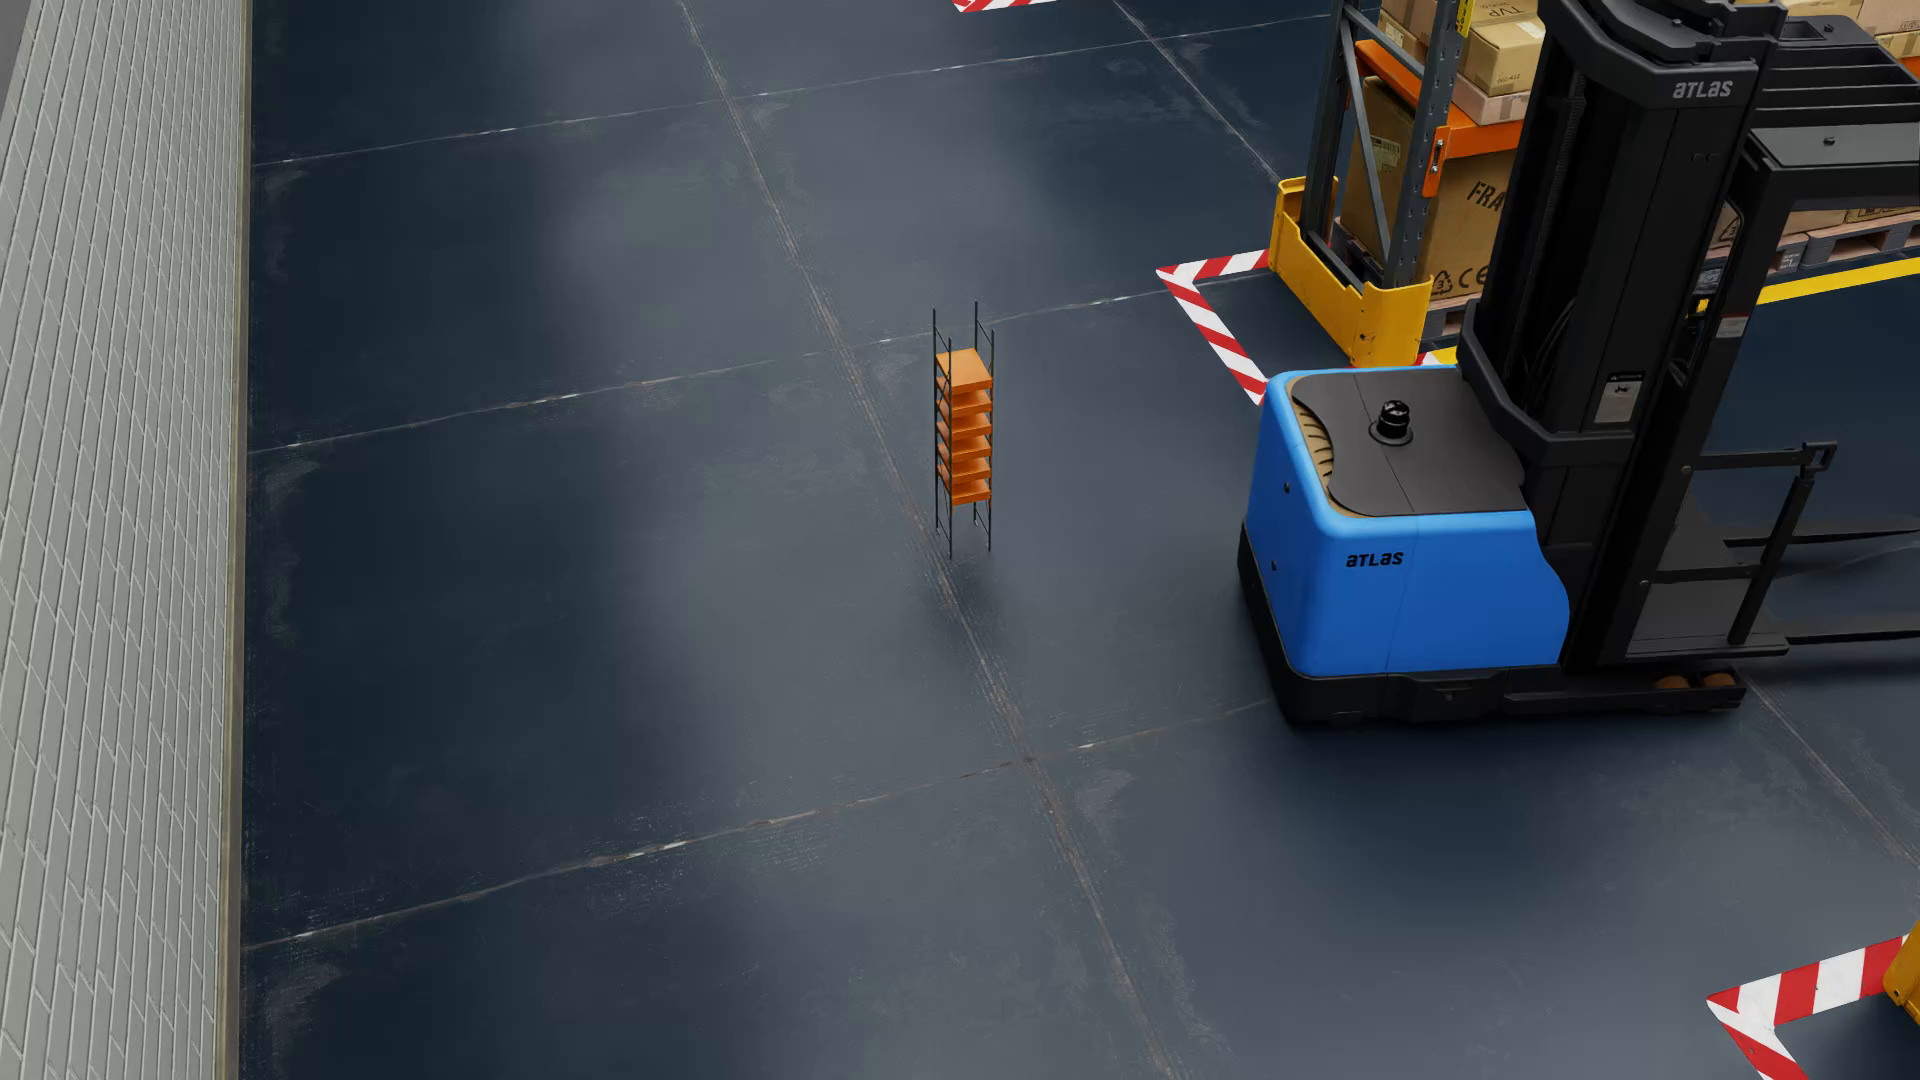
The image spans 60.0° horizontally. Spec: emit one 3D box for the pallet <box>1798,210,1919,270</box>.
[{"bbox_3d":[5.146,-2.022,9.753,1.213,0.211,1.003,-12,42,-13],"label":"pallet"}]

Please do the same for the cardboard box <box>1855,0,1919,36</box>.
[{"bbox_3d":[4.573,-2.772,8.380,0.500,0.250,0.500,-11,42,-12],"label":"cardboard box"}]

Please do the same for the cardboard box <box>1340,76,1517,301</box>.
[{"bbox_3d":[2.666,-1.917,8.810,0.875,0.875,0.875,-12,42,-13],"label":"cardboard box"}]

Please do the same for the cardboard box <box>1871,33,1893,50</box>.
[{"bbox_3d":[4.477,-2.558,8.439,0.250,0.149,0.380,-12,43,-14],"label":"cardboard box"}]

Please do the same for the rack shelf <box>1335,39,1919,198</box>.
[{"bbox_3d":[3.988,-2.507,8.736,4.000,0.370,1.077,-12,42,-13],"label":"rack shelf"}]

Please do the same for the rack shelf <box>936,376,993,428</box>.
[{"bbox_3d":[0.014,-0.602,7.079,0.180,0.103,0.258,-12,42,-13],"label":"rack shelf"}]

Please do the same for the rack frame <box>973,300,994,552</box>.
[{"bbox_3d":[0.101,-0.473,7.229,0.006,1.200,0.240,-12,42,-13],"label":"rack frame"}]

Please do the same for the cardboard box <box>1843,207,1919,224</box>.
[{"bbox_3d":[5.242,-2.451,9.421,0.875,0.875,0.875,-12,42,-13],"label":"cardboard box"}]

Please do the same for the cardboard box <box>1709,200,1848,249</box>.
[{"bbox_3d":[4.383,-2.273,9.217,0.875,0.875,0.875,-12,42,-13],"label":"cardboard box"}]

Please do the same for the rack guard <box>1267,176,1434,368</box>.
[{"bbox_3d":[2.057,-1.436,8.864,0.348,0.500,1.175,-12,42,-13],"label":"rack guard"}]

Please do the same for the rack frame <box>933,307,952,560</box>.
[{"bbox_3d":[-0.073,-0.437,7.187,0.006,1.200,0.240,-12,42,-13],"label":"rack frame"}]

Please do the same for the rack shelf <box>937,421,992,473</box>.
[{"bbox_3d":[0.014,-0.421,7.237,0.180,0.103,0.258,-12,42,-13],"label":"rack shelf"}]

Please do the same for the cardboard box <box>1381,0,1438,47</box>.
[{"bbox_3d":[2.462,-2.700,8.298,0.500,0.250,0.500,-12,43,-14],"label":"cardboard box"}]

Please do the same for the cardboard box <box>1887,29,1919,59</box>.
[{"bbox_3d":[4.721,-2.609,8.497,0.250,0.149,0.380,-11,42,-12],"label":"cardboard box"}]

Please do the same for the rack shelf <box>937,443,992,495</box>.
[{"bbox_3d":[0.014,-0.331,7.316,0.180,0.103,0.258,-12,42,-13],"label":"rack shelf"}]

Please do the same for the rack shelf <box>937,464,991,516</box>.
[{"bbox_3d":[0.014,-0.241,7.395,0.180,0.103,0.258,-12,42,-13],"label":"rack shelf"}]

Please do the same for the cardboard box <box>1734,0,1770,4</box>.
[{"bbox_3d":[3.588,-2.851,7.901,0.500,0.500,0.500,-13,43,-14],"label":"cardboard box"}]

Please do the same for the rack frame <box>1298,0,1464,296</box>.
[{"bbox_3d":[2.080,-2.382,8.047,0.127,3.000,1.000,-12,42,-13],"label":"rack frame"}]

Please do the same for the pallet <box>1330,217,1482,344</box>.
[{"bbox_3d":[2.819,-1.539,9.201,1.213,0.211,1.003,-12,42,-13],"label":"pallet"}]

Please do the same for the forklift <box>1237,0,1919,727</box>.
[{"bbox_3d":[2.770,-0.738,6.216,3.031,2.935,1.130,-3,41,-3],"label":"forklift"}]

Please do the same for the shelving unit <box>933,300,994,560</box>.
[{"bbox_3d":[0.014,-0.455,7.208,0.189,1.200,0.258,-12,42,-13],"label":"shelving unit"}]

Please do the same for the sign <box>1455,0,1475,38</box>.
[{"bbox_3d":[2.241,-2.389,7.336,0.005,0.325,0.100,-12,42,-13],"label":"sign"}]

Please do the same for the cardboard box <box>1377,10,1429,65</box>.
[{"bbox_3d":[2.321,-2.565,8.446,0.250,0.149,0.380,-11,42,-12],"label":"cardboard box"}]

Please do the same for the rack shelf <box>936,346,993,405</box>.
[{"bbox_3d":[0.014,-0.692,7.000,0.180,0.103,0.258,-12,42,-13],"label":"rack shelf"}]

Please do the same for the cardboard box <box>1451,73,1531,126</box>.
[{"bbox_3d":[2.518,-2.151,7.973,0.250,0.149,0.380,-11,42,-13],"label":"cardboard box"}]

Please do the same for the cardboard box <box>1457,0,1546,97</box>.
[{"bbox_3d":[2.619,-2.363,7.913,0.500,0.250,0.500,-13,43,-14],"label":"cardboard box"}]

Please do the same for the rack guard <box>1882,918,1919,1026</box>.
[{"bbox_3d":[3.549,1.680,5.297,0.348,0.500,1.175,-12,42,-13],"label":"rack guard"}]

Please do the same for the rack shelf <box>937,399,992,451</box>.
[{"bbox_3d":[0.014,-0.512,7.158,0.180,0.103,0.258,-12,42,-13],"label":"rack shelf"}]

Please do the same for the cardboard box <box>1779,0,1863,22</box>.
[{"bbox_3d":[4.089,-2.674,8.268,0.500,0.250,0.500,-12,43,-14],"label":"cardboard box"}]

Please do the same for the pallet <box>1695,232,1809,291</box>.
[{"bbox_3d":[3.981,-1.778,9.474,1.213,0.211,1.003,-12,42,-13],"label":"pallet"}]
